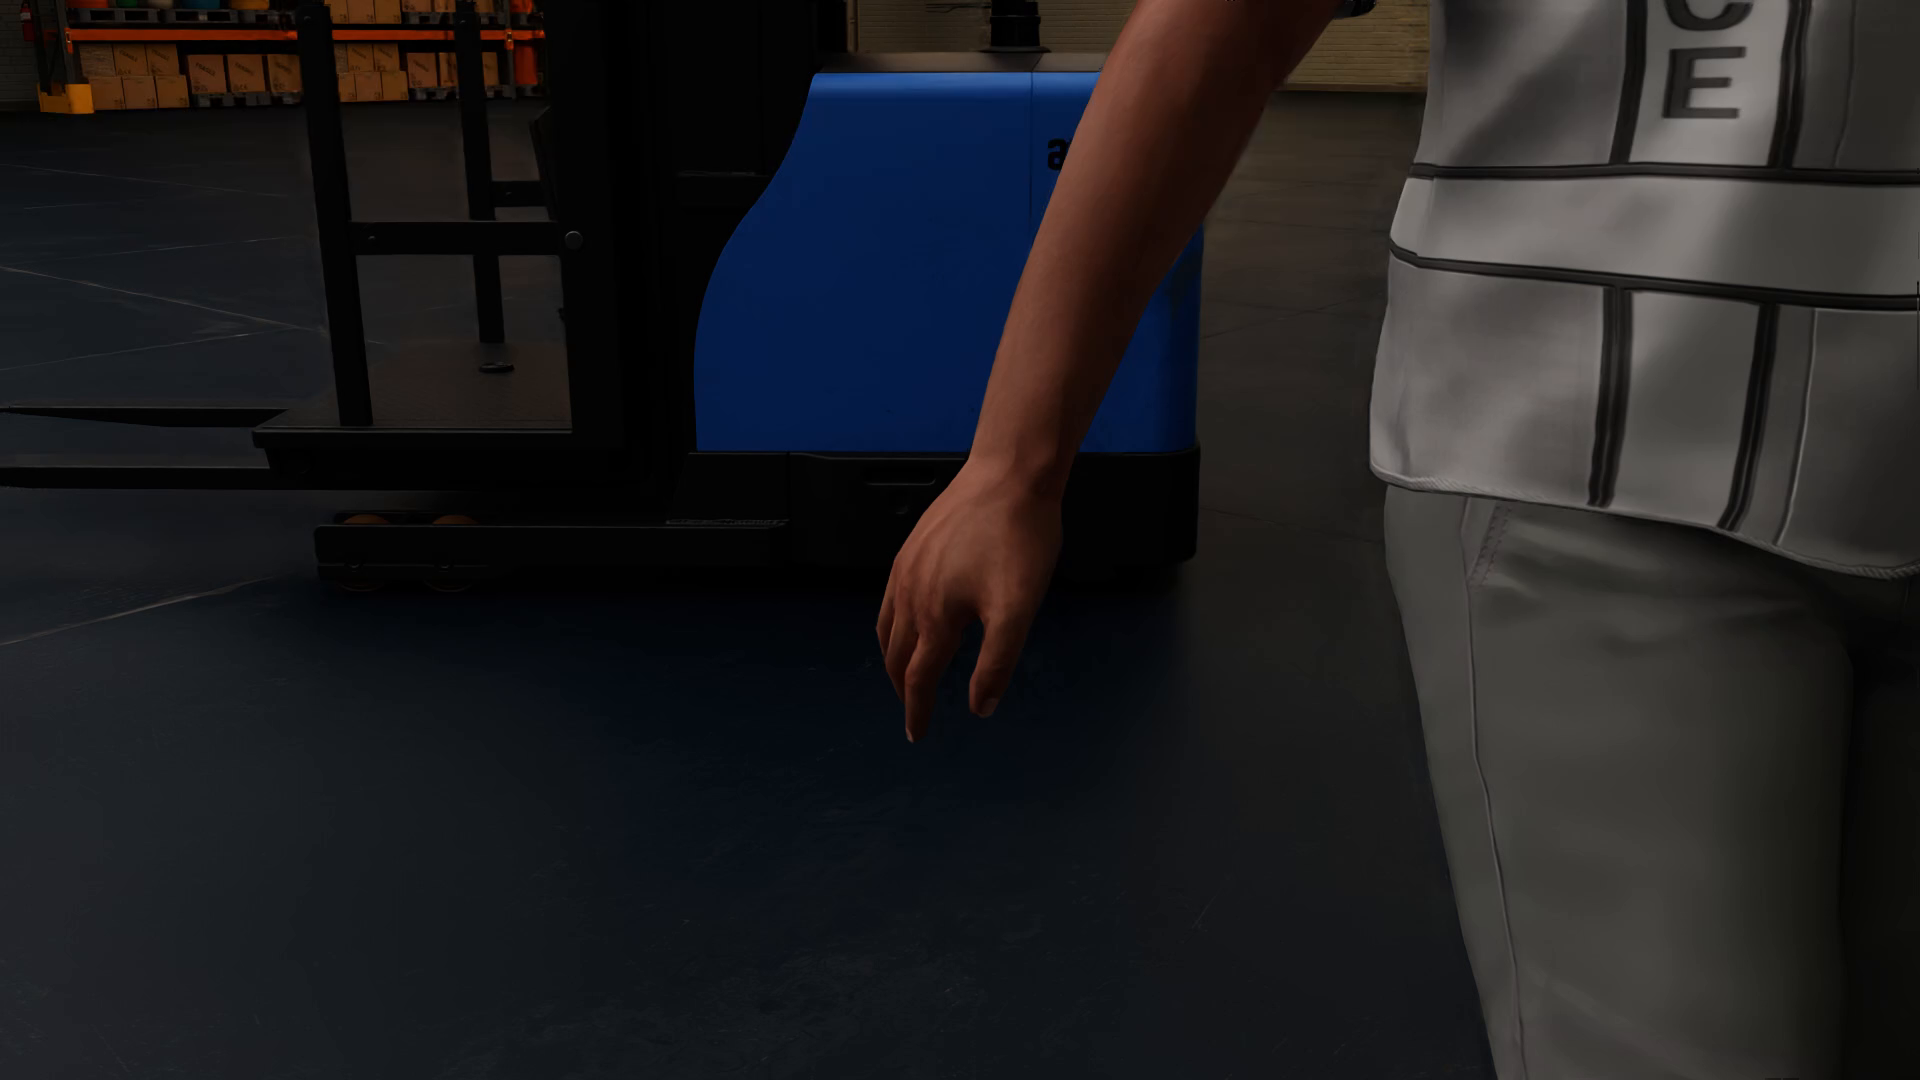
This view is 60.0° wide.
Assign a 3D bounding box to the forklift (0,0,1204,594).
[{"bbox_3d":[-0.993,-1.441,3.644,3.031,2.935,1.130,0,17,1],"label":"forklift"}]
